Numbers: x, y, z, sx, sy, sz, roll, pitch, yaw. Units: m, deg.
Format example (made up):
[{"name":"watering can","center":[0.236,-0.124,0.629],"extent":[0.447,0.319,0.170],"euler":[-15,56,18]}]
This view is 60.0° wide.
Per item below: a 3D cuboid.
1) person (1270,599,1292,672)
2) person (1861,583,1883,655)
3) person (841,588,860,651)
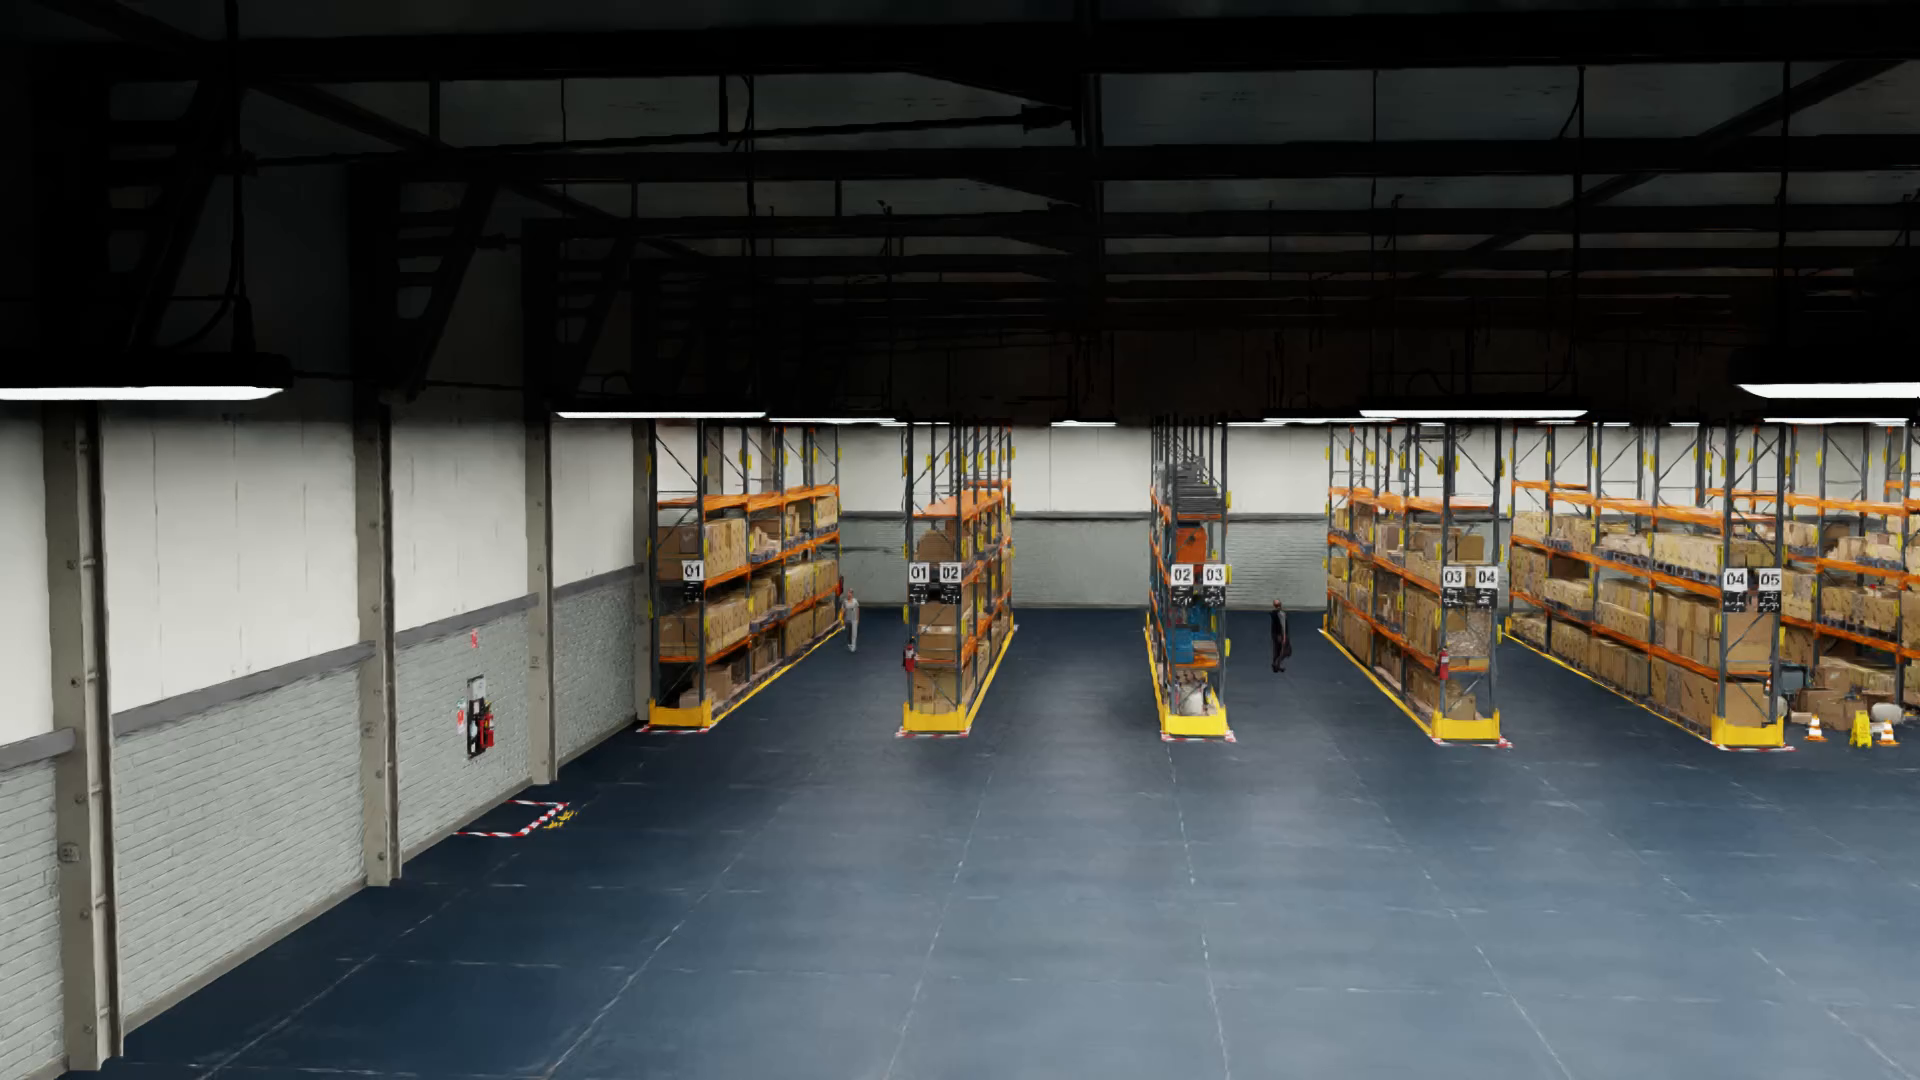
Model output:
[{"name":"person","center":[7.485,2.236,39.026],"extent":[0.445,1.718,0.575],"euler":[-2,4,-22]},{"name":"person","center":[23.038,1.986,42.073],"extent":[0.594,1.785,0.670],"euler":[2,4,24]},{"name":"person","center":[-2.824,2.003,42.787],"extent":[0.449,1.538,1.020],"euler":[0,4,4]}]
